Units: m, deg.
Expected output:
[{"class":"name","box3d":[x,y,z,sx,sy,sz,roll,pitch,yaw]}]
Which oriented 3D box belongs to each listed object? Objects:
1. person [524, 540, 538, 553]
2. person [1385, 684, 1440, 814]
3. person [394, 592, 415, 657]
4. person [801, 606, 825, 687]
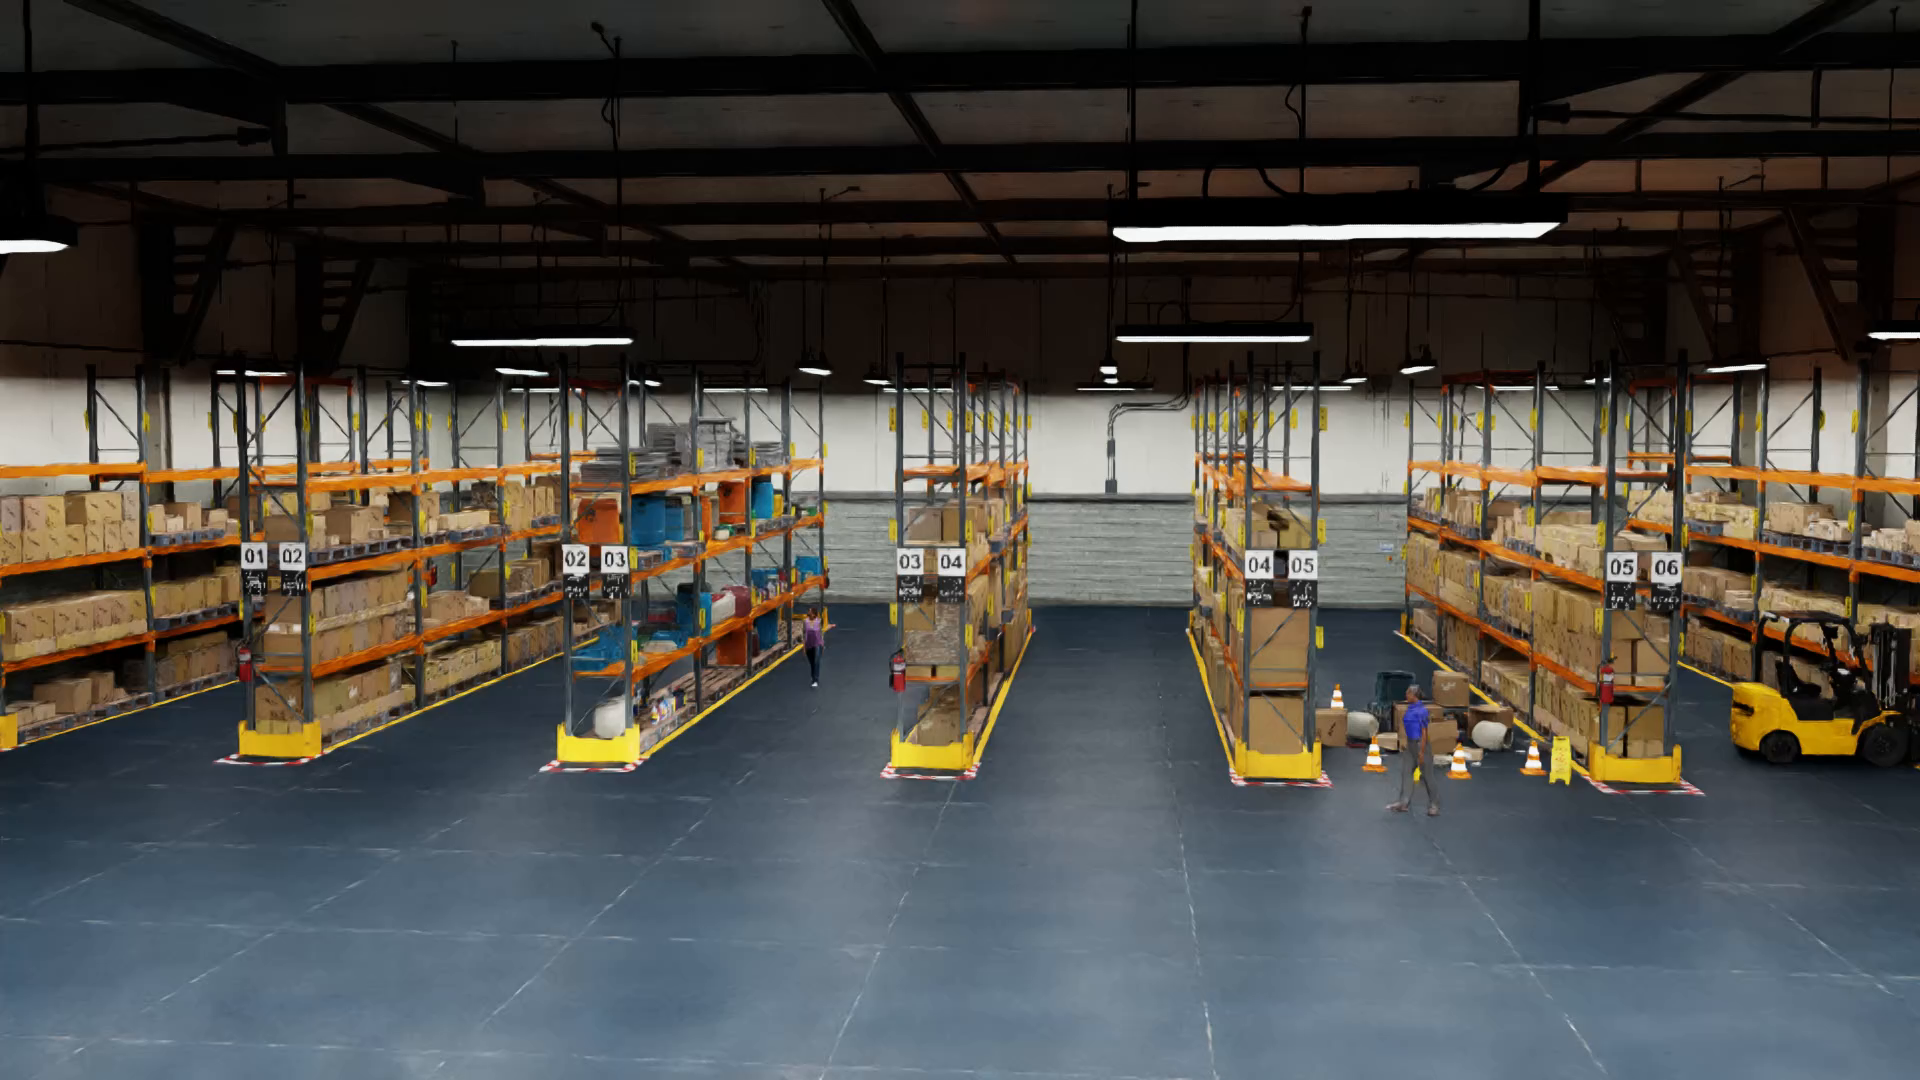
[{"class":"person","box3d":[-11.787,0.867,45.817,0.618,1.769,0.604,-2,5,-30]},{"class":"person","box3d":[5.823,2.661,21.292,0.605,1.643,0.593,-1,4,-11]},{"class":"person","box3d":[-11.597,1.689,34.660,0.682,1.715,0.542,0,4,3]},{"class":"person","box3d":[-2.793,1.993,31.489,0.417,1.517,1.037,1,4,8]}]
